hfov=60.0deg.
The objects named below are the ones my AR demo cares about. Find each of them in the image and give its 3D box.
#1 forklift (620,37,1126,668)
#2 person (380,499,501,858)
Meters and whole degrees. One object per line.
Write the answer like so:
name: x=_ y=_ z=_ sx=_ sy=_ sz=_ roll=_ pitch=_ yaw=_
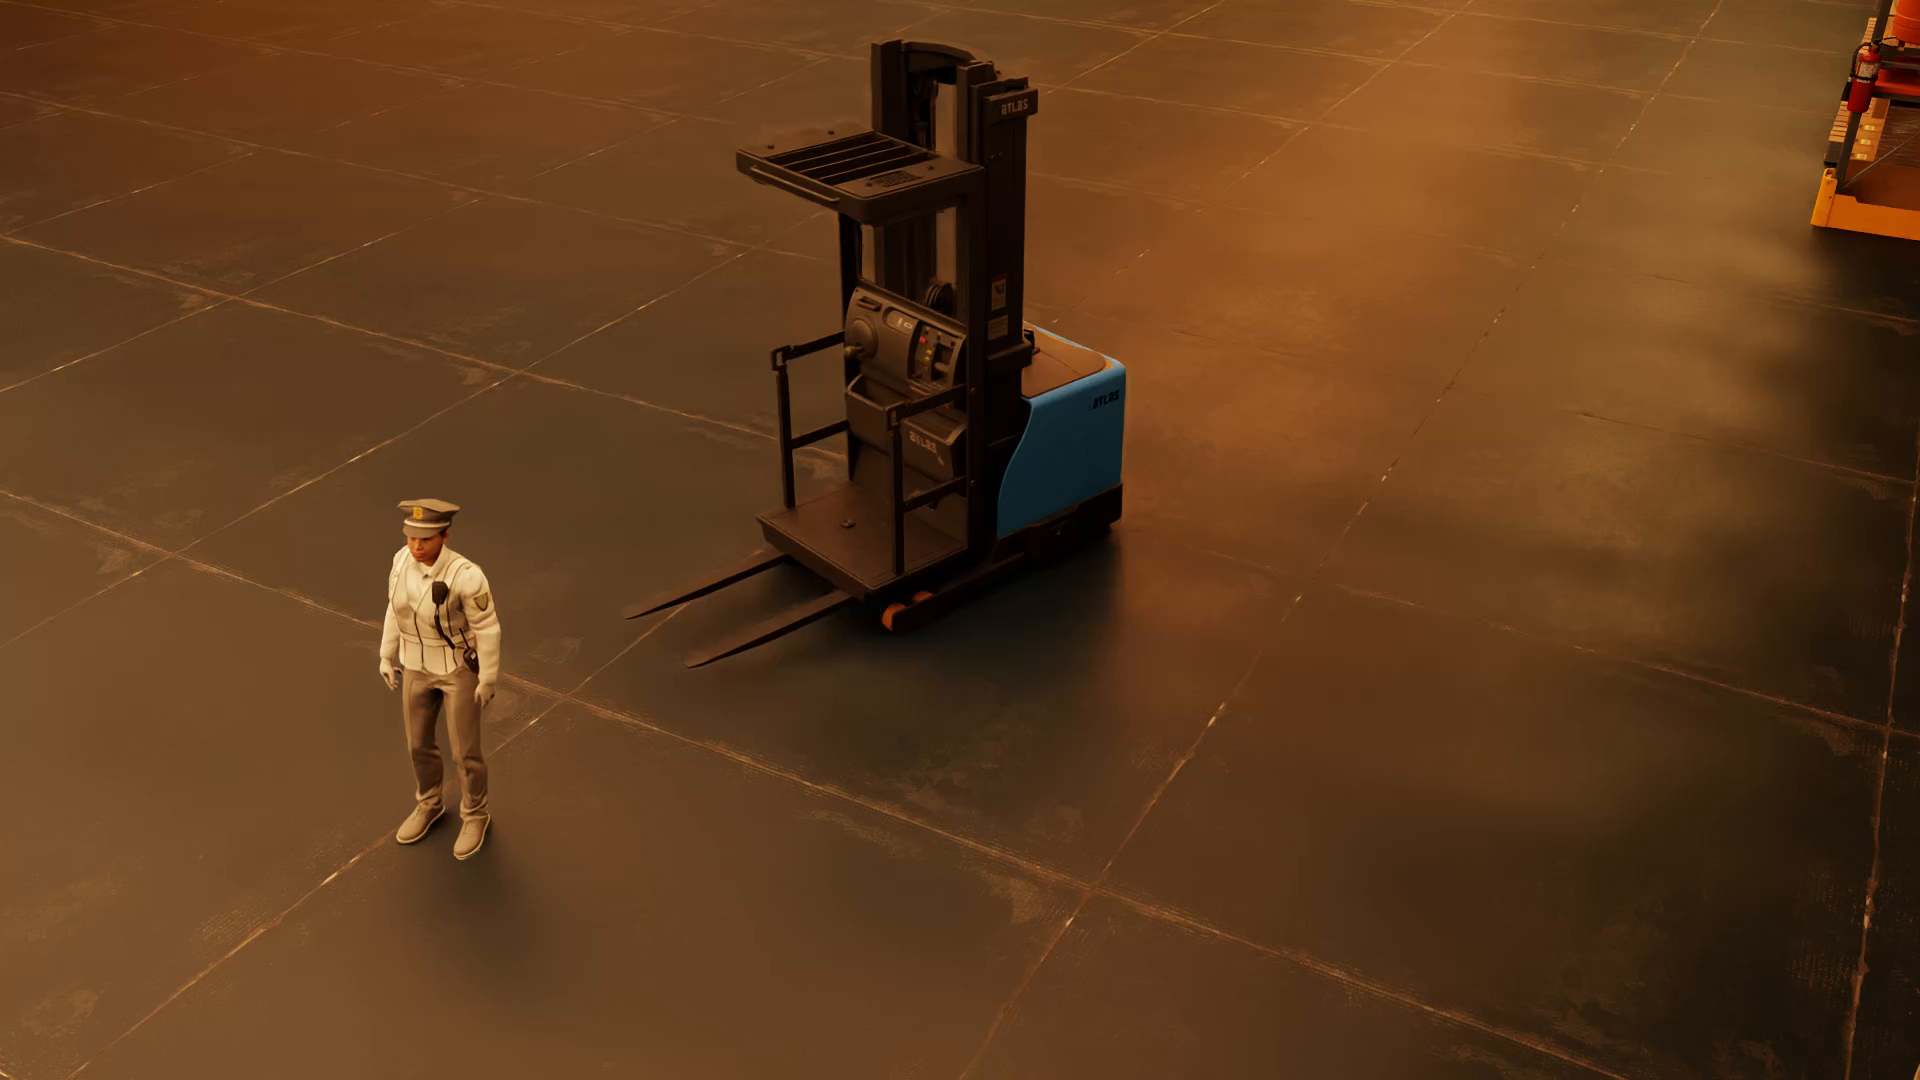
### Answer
forklift: x=-0.461 y=-1.054 z=8.896 sx=3.031 sy=2.935 sz=1.130 roll=-24 pitch=38 yaw=-35
person: x=-2.295 y=0.592 z=7.297 sx=0.570 sy=1.709 sz=0.454 roll=10 pitch=31 yaw=17
